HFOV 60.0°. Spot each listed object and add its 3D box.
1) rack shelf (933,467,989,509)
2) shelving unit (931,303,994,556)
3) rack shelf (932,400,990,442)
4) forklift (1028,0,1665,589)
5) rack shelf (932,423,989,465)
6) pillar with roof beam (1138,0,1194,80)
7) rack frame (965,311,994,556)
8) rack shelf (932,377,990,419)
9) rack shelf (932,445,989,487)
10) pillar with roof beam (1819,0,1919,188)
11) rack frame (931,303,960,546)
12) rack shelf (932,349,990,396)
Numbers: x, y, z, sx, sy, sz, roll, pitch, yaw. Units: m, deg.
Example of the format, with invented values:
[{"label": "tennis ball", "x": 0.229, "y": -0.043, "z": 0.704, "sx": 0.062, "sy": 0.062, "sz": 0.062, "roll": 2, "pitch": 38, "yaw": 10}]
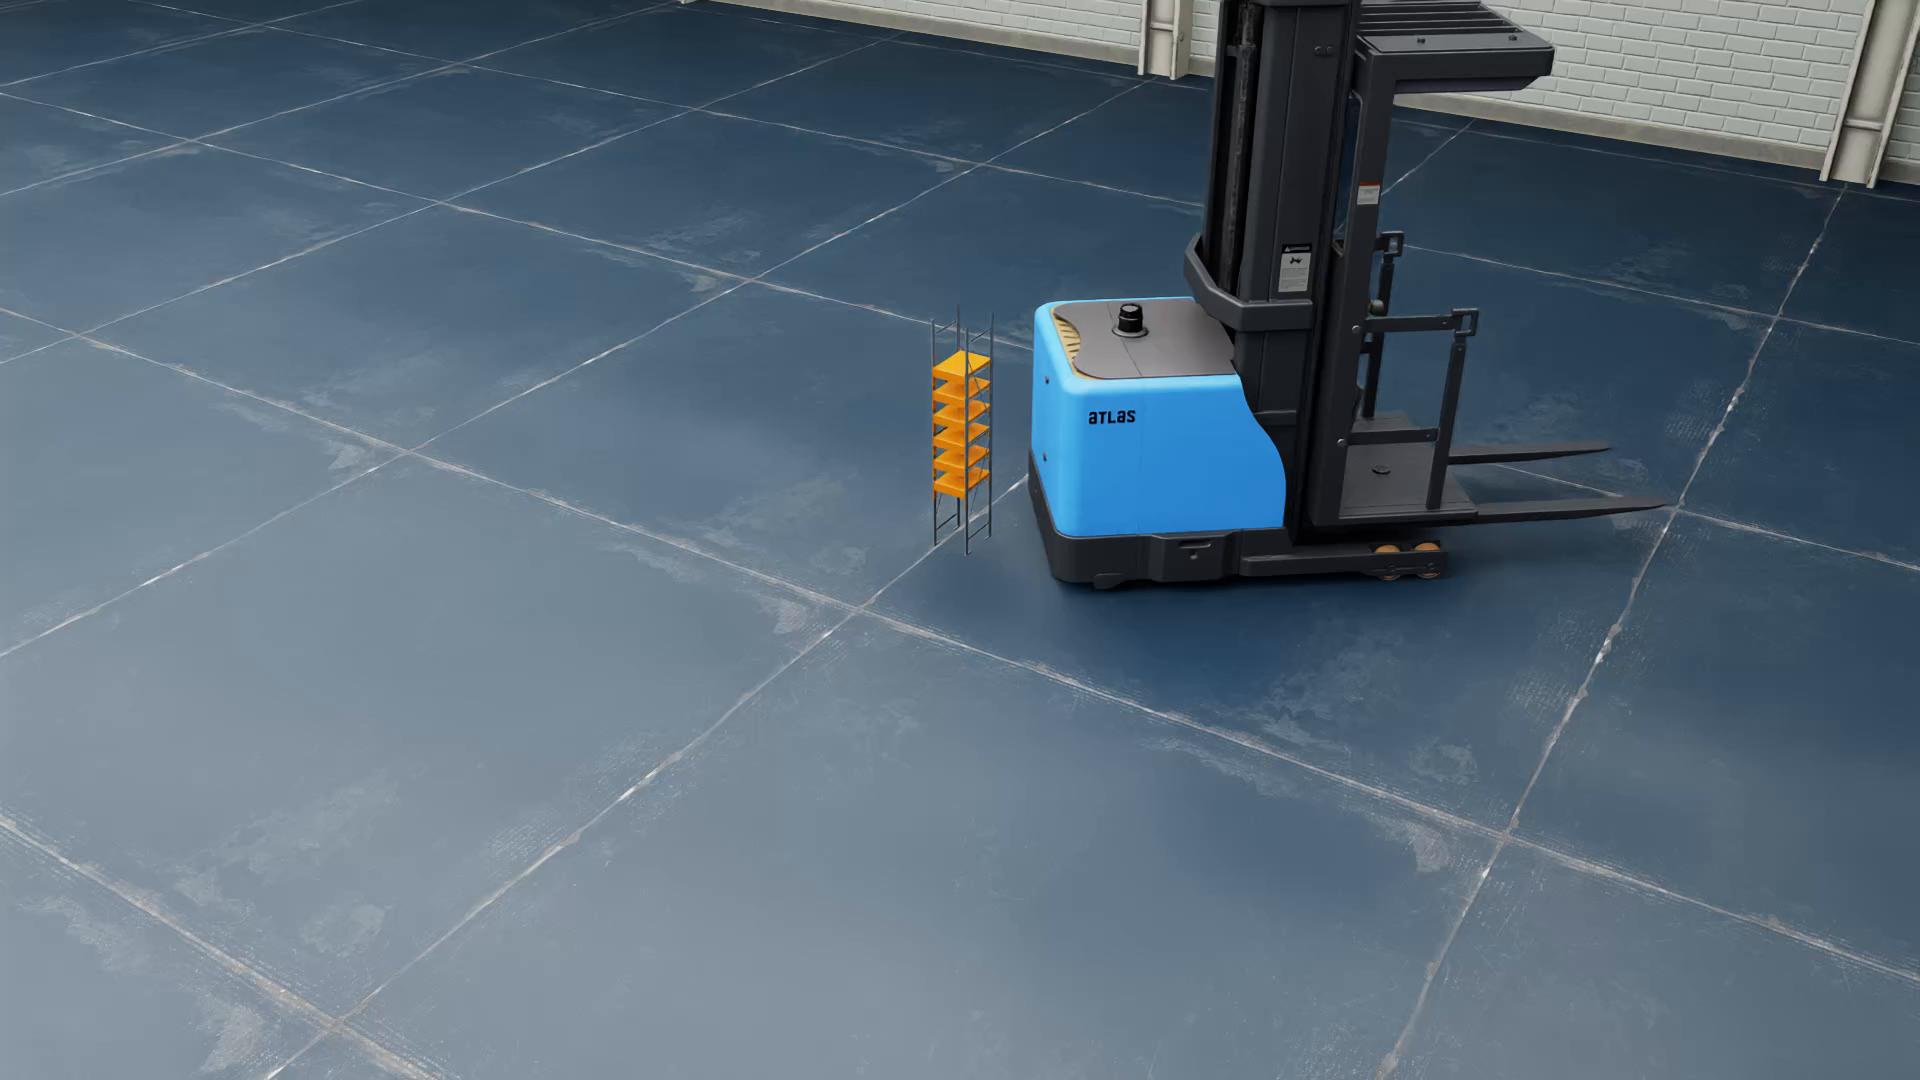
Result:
[{"label": "rack shelf", "x": 0.012, "y": -0.269, "z": 8.084, "sx": 0.180, "sy": 0.103, "sz": 0.258, "roll": 18, "pitch": 35, "yaw": 27}, {"label": "shelving unit", "x": 0.012, "y": -0.514, "z": 7.941, "sx": 0.189, "sy": 1.200, "sz": 0.258, "roll": 18, "pitch": 35, "yaw": 27}, {"label": "rack shelf", "x": 0.012, "y": -0.580, "z": 7.903, "sx": 0.180, "sy": 0.103, "sz": 0.258, "roll": 18, "pitch": 35, "yaw": 27}, {"label": "forklift", "x": 1.901, "y": -1.337, "z": 7.633, "sx": 3.031, "sy": 2.935, "sz": 1.130, "roll": -3, "pitch": 30, "yaw": -5}, {"label": "rack shelf", "x": 0.012, "y": -0.476, "z": 7.963, "sx": 0.180, "sy": 0.103, "sz": 0.258, "roll": 18, "pitch": 35, "yaw": 27}, {"label": "pillar with roof beam", "x": -0.344, "y": -6.510, "z": 10.478, "sx": 0.400, "sy": 9.000, "sz": 9.100, "roll": 18, "pitch": 35, "yaw": 27}, {"label": "rack frame", "x": 0.090, "y": -0.490, "z": 7.899, "sx": 0.006, "sy": 1.200, "sz": 0.240, "roll": 18, "pitch": 35, "yaw": 27}, {"label": "rack shelf", "x": 0.012, "y": -0.683, "z": 7.842, "sx": 0.180, "sy": 0.103, "sz": 0.258, "roll": 18, "pitch": 35, "yaw": 27}, {"label": "rack shelf", "x": 0.012, "y": -0.372, "z": 8.024, "sx": 0.180, "sy": 0.103, "sz": 0.258, "roll": 18, "pitch": 35, "yaw": 27}, {"label": "pillar with roof beam", "x": 4.738, "y": -4.902, "z": 7.723, "sx": 0.400, "sy": 9.000, "sz": 9.100, "roll": 18, "pitch": 35, "yaw": 27}, {"label": "rack frame", "x": -0.065, "y": -0.539, "z": 7.983, "sx": 0.006, "sy": 1.200, "sz": 0.240, "roll": 18, "pitch": 35, "yaw": 27}, {"label": "rack shelf", "x": 0.012, "y": -0.787, "z": 7.782, "sx": 0.180, "sy": 0.103, "sz": 0.258, "roll": 18, "pitch": 35, "yaw": 27}]
